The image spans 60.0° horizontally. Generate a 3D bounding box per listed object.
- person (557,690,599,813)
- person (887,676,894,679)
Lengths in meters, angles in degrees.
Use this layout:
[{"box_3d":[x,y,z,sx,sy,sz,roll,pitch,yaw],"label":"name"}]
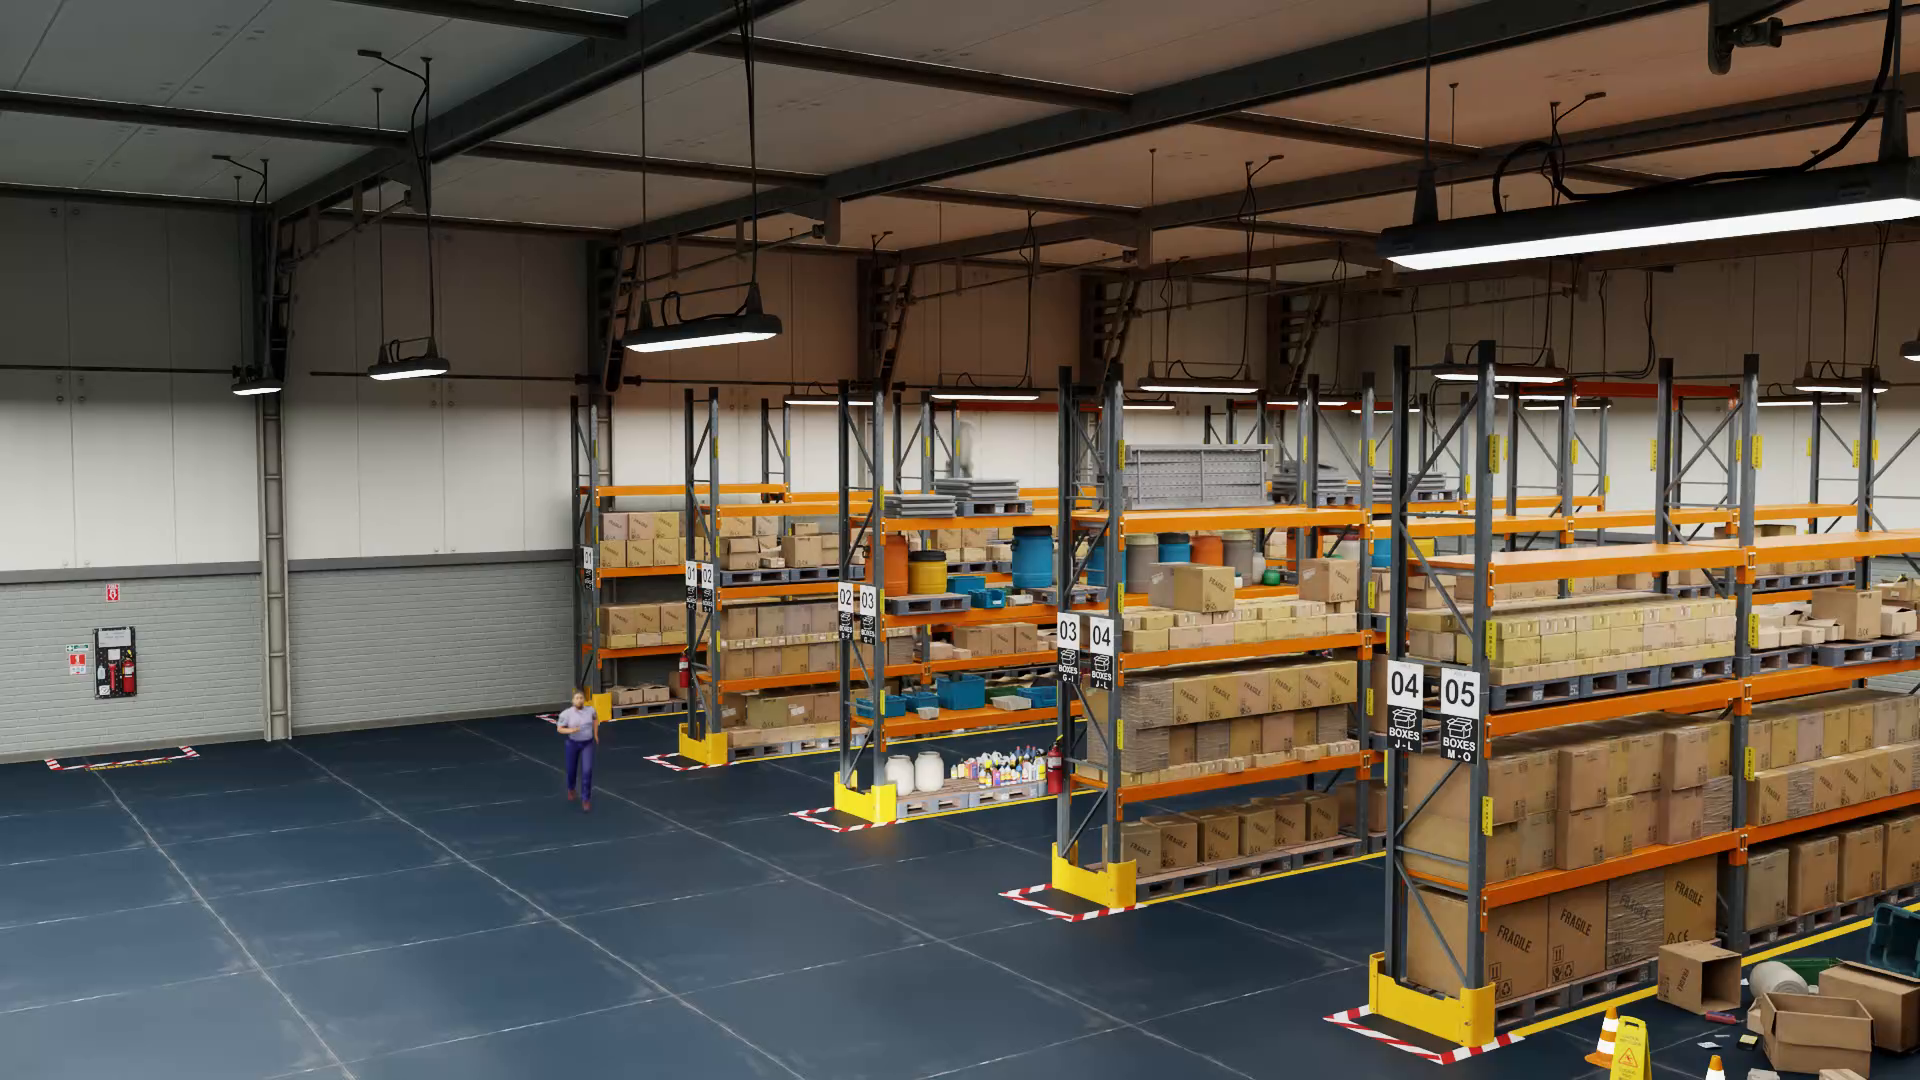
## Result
[{"box_3d":[-5.344,2.923,23.305,0.598,1.639,0.933,-1,4,-20],"label":"person"},{"box_3d":[-1.450,2.357,32.037,0.642,1.700,0.887,3,5,45],"label":"person"}]
